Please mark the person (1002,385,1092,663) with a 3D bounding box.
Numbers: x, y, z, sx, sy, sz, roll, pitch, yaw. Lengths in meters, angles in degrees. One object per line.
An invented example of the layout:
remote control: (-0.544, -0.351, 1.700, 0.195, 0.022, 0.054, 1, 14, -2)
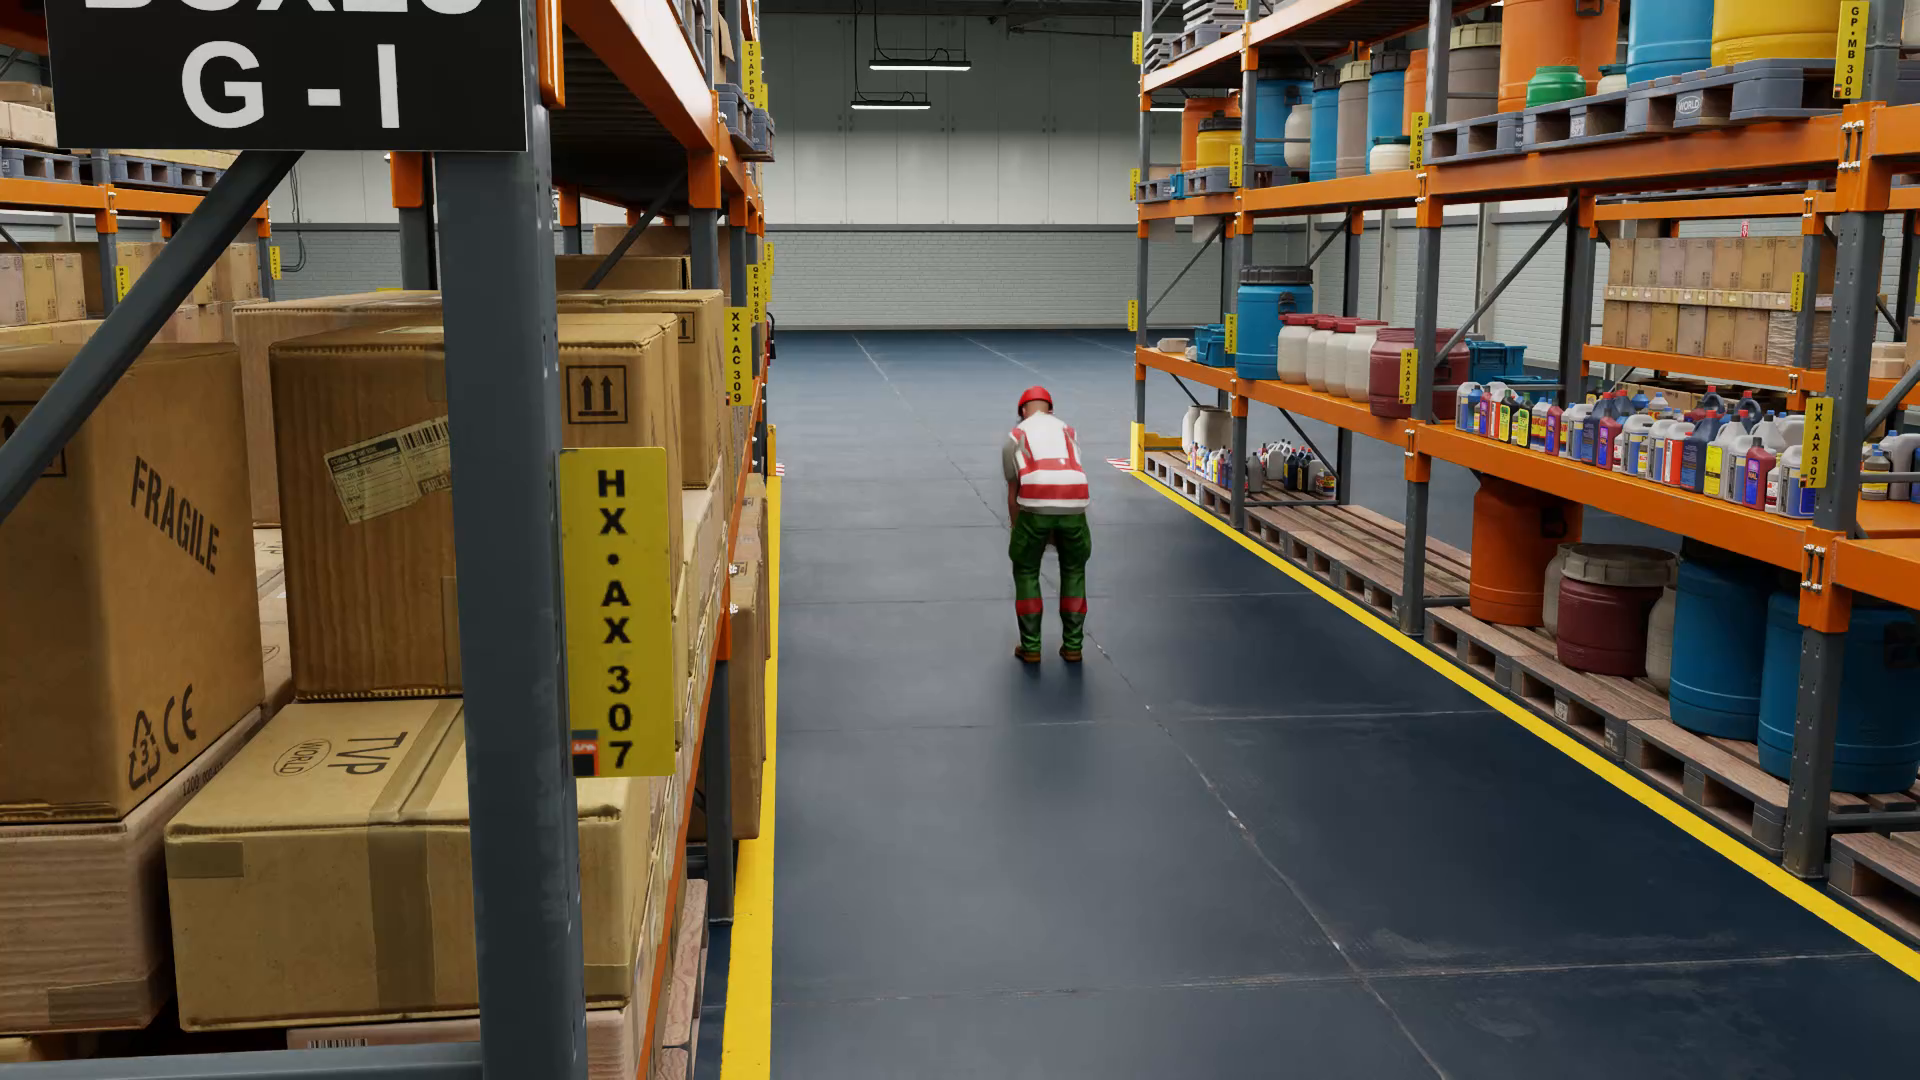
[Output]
person: (0.492, -0.110, 9.676, 0.485, 1.541, 0.819, -1, 10, -7)
